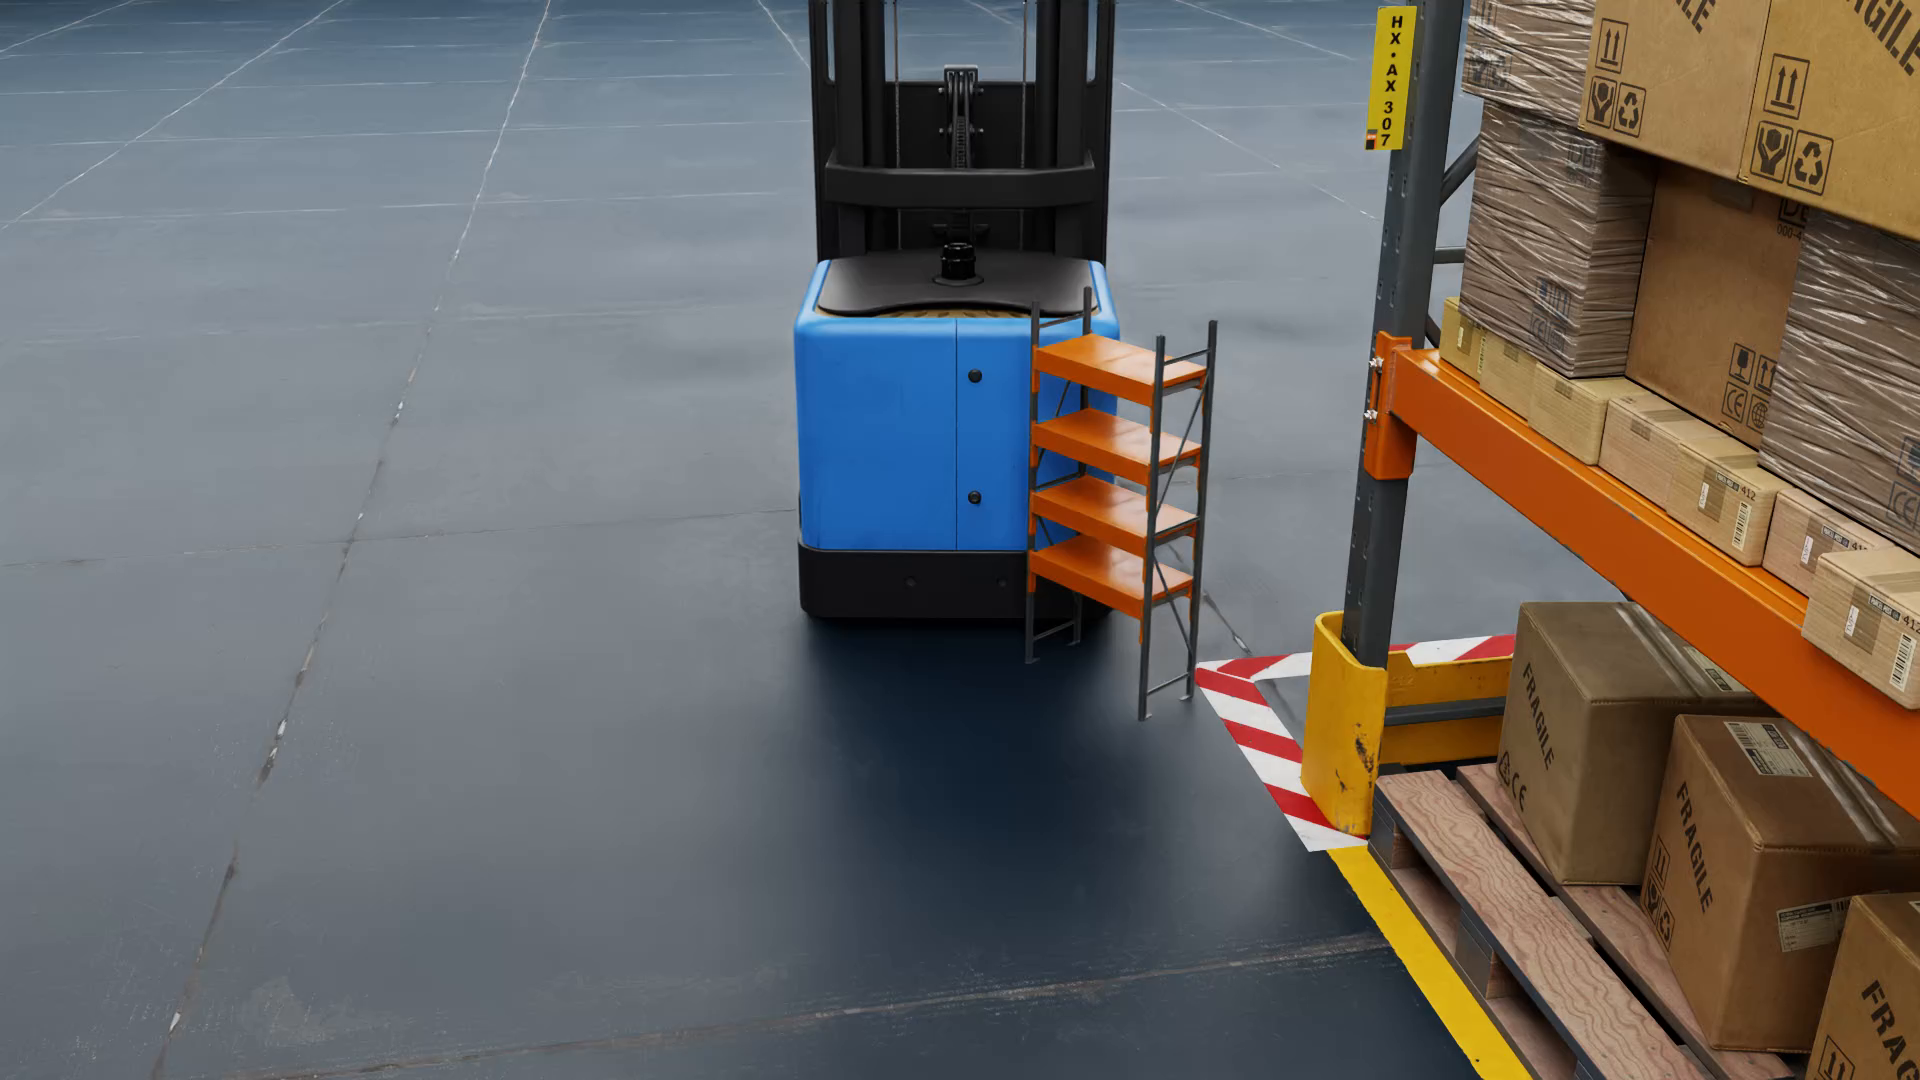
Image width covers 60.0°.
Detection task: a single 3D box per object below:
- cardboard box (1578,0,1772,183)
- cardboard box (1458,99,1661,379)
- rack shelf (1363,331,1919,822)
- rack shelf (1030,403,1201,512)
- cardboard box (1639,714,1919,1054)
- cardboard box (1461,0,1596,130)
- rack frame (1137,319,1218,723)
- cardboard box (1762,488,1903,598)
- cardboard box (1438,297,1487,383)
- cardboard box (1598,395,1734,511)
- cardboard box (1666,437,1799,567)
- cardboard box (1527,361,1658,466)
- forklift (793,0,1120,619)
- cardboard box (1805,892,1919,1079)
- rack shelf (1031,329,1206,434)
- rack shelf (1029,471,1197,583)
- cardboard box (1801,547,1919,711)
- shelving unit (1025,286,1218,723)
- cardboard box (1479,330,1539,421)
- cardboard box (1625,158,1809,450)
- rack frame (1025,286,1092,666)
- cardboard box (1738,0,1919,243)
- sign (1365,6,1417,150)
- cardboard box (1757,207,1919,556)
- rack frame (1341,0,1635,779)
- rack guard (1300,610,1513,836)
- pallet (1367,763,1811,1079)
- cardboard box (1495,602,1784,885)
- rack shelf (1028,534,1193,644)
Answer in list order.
[{"bbox_3d":[1.462,-0.927,2.879,0.500,0.500,0.500,-4,24,-10],"label":"cardboard box"},{"bbox_3d":[1.617,-0.684,3.572,0.875,0.500,0.500,-4,24,-10],"label":"cardboard box"},{"bbox_3d":[1.912,0.396,2.495,1.077,0.370,4.000,-4,24,-10],"label":"rack shelf"},{"bbox_3d":[0.466,-0.252,4.936,0.258,0.148,0.480,-20,30,-38],"label":"rack shelf"},{"bbox_3d":[1.786,0.712,3.470,0.500,0.500,0.500,2,24,4],"label":"cardboard box"},{"bbox_3d":[1.376,-1.124,3.331,0.500,0.500,0.500,-4,24,-10],"label":"cardboard box"},{"bbox_3d":[0.629,-0.036,4.832,0.240,1.200,0.015,-20,30,-38],"label":"rack frame"},{"bbox_3d":[1.599,0.016,2.780,0.380,0.149,0.250,-4,24,-10],"label":"cardboard box"},{"bbox_3d":[1.361,-0.476,3.905,0.380,0.149,0.250,-4,24,-10],"label":"cardboard box"},{"bbox_3d":[1.486,-0.180,3.227,0.380,0.149,0.250,-4,24,-10],"label":"cardboard box"},{"bbox_3d":[1.526,-0.081,3.001,0.380,0.149,0.250,-4,24,-10],"label":"cardboard box"},{"bbox_3d":[1.420,-0.276,3.449,0.380,0.149,0.250,-4,24,-10],"label":"cardboard box"},{"bbox_3d":[0.010,-1.624,6.307,1.130,2.935,3.031,0,24,1],"label":"forklift"},{"bbox_3d":[1.883,0.960,2.903,0.500,0.500,0.500,-2,24,-5],"label":"cardboard box"},{"bbox_3d":[0.466,-0.468,4.842,0.258,0.148,0.480,-20,30,-38],"label":"rack shelf"},{"bbox_3d":[0.466,-0.047,5.026,0.258,0.148,0.480,-20,30,-38],"label":"rack shelf"},{"bbox_3d":[1.543,0.122,2.538,0.380,0.149,0.250,-4,24,-10],"label":"cardboard box"},{"bbox_3d":[0.466,-0.108,4.999,0.258,1.200,0.503,-20,30,-38],"label":"shelving unit"},{"bbox_3d":[1.388,-0.376,3.677,0.380,0.149,0.250,-4,24,-10],"label":"cardboard box"},{"bbox_3d":[1.827,-0.496,3.142,0.875,0.500,0.500,-4,24,-10],"label":"cardboard box"},{"bbox_3d":[0.303,-0.181,5.165,0.240,1.200,0.015,-20,30,-38],"label":"rack frame"},{"bbox_3d":[1.556,-0.731,2.429,0.500,0.500,0.500,-4,24,-10],"label":"cardboard box"},{"bbox_3d":[1.009,-1.077,3.886,0.100,0.325,0.005,-4,24,-10],"label":"sign"},{"bbox_3d":[1.878,-0.297,2.685,0.875,0.500,0.500,-4,24,-10],"label":"cardboard box"},{"bbox_3d":[1.542,-0.720,4.152,1.000,3.000,0.127,-4,24,-10],"label":"rack frame"},{"bbox_3d":[1.556,0.455,4.584,1.175,0.500,0.348,-4,24,-10],"label":"rack guard"},{"bbox_3d":[1.672,0.909,3.904,1.003,0.211,1.213,-4,24,-10],"label":"pallet"},{"bbox_3d":[1.641,0.479,4.003,0.500,0.500,0.500,0,24,0],"label":"cardboard box"},{"bbox_3d":[0.466,0.135,5.105,0.258,0.148,0.480,-20,30,-38],"label":"rack shelf"}]
